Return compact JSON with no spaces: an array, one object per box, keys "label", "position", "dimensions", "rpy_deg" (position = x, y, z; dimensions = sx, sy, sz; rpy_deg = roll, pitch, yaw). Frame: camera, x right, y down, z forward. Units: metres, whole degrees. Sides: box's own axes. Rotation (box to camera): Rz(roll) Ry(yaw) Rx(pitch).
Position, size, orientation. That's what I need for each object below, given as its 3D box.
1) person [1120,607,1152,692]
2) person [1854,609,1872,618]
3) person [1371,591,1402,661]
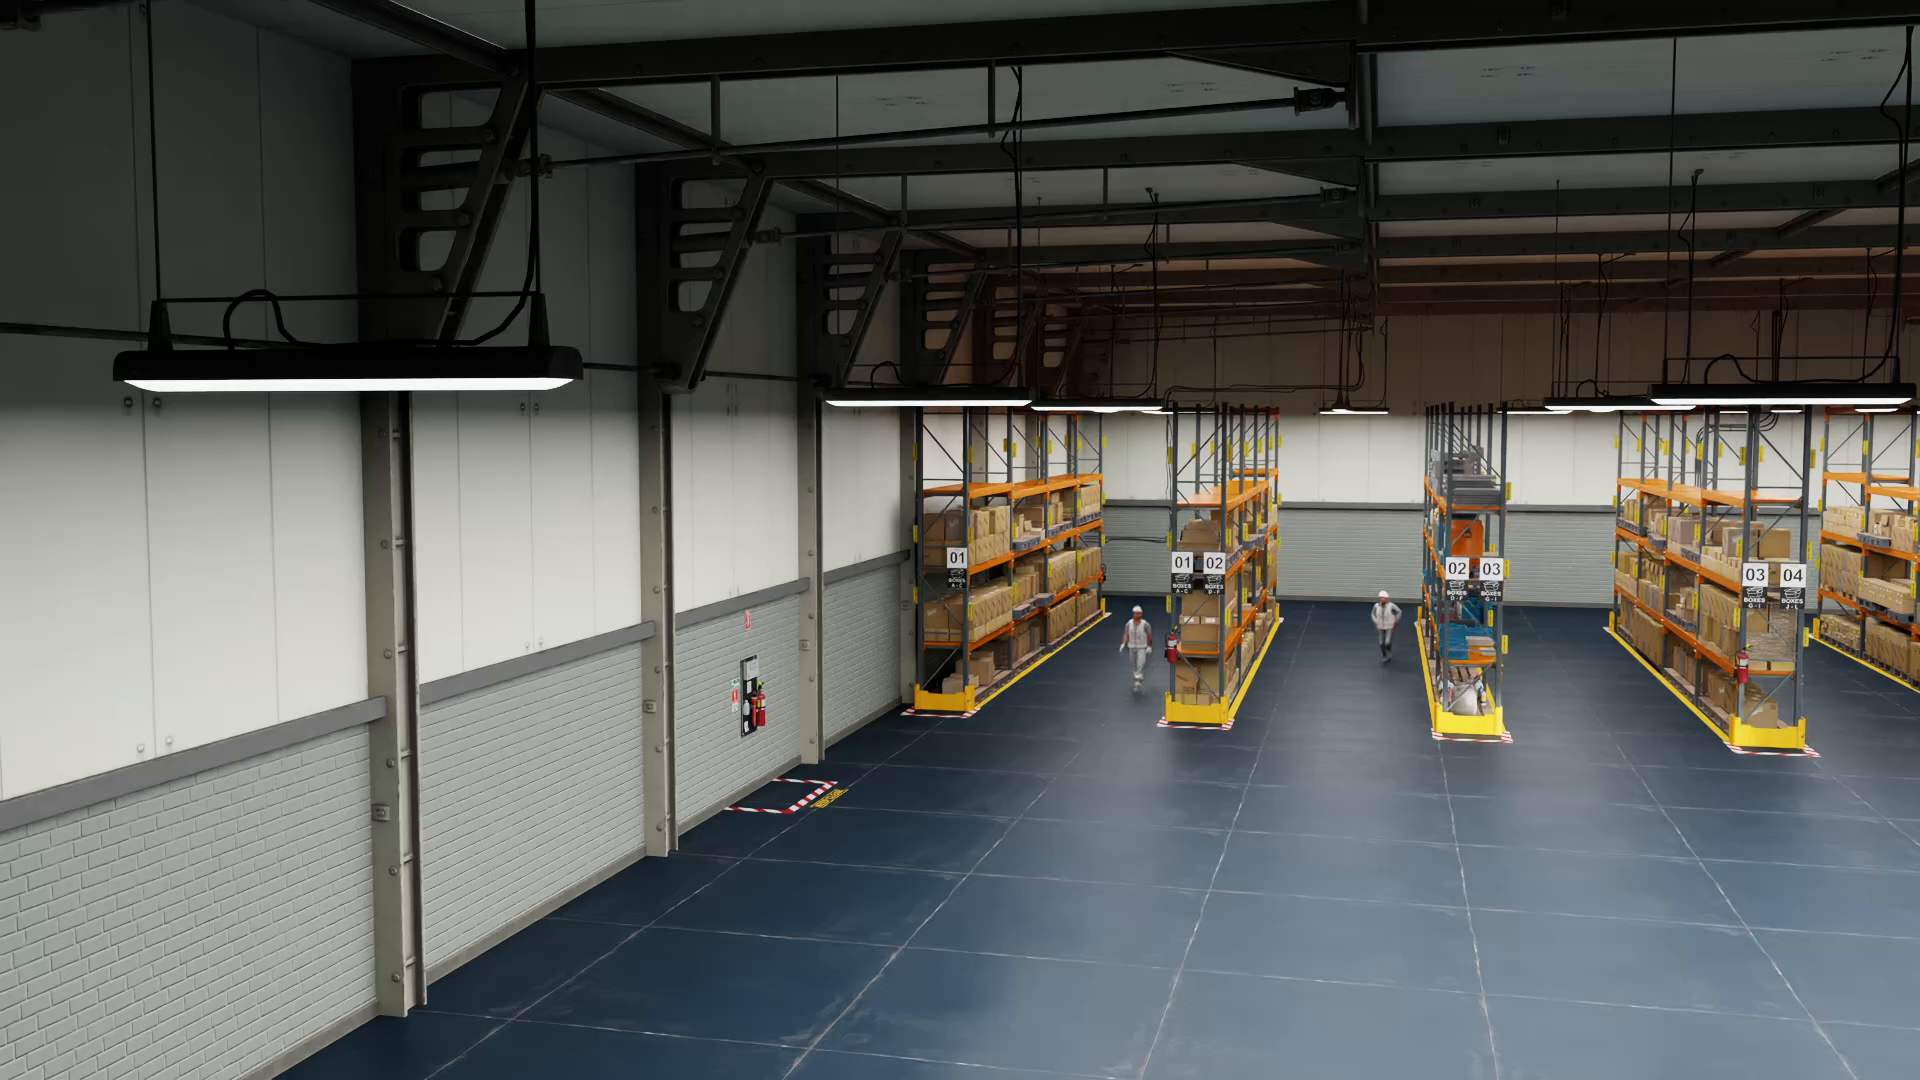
[{"label":"person","position":[3.680,2.260,34.796],"dimensions":[0.622,1.724,1.041],"rpy_deg":[1,4,18]},{"label":"person","position":[24.400,1.526,44.921],"dimensions":[0.844,1.744,0.573],"rpy_deg":[-1,4,-17]},{"label":"person","position":[9.953,2.017,38.805],"dimensions":[0.704,1.683,0.713],"rpy_deg":[2,5,25]}]
